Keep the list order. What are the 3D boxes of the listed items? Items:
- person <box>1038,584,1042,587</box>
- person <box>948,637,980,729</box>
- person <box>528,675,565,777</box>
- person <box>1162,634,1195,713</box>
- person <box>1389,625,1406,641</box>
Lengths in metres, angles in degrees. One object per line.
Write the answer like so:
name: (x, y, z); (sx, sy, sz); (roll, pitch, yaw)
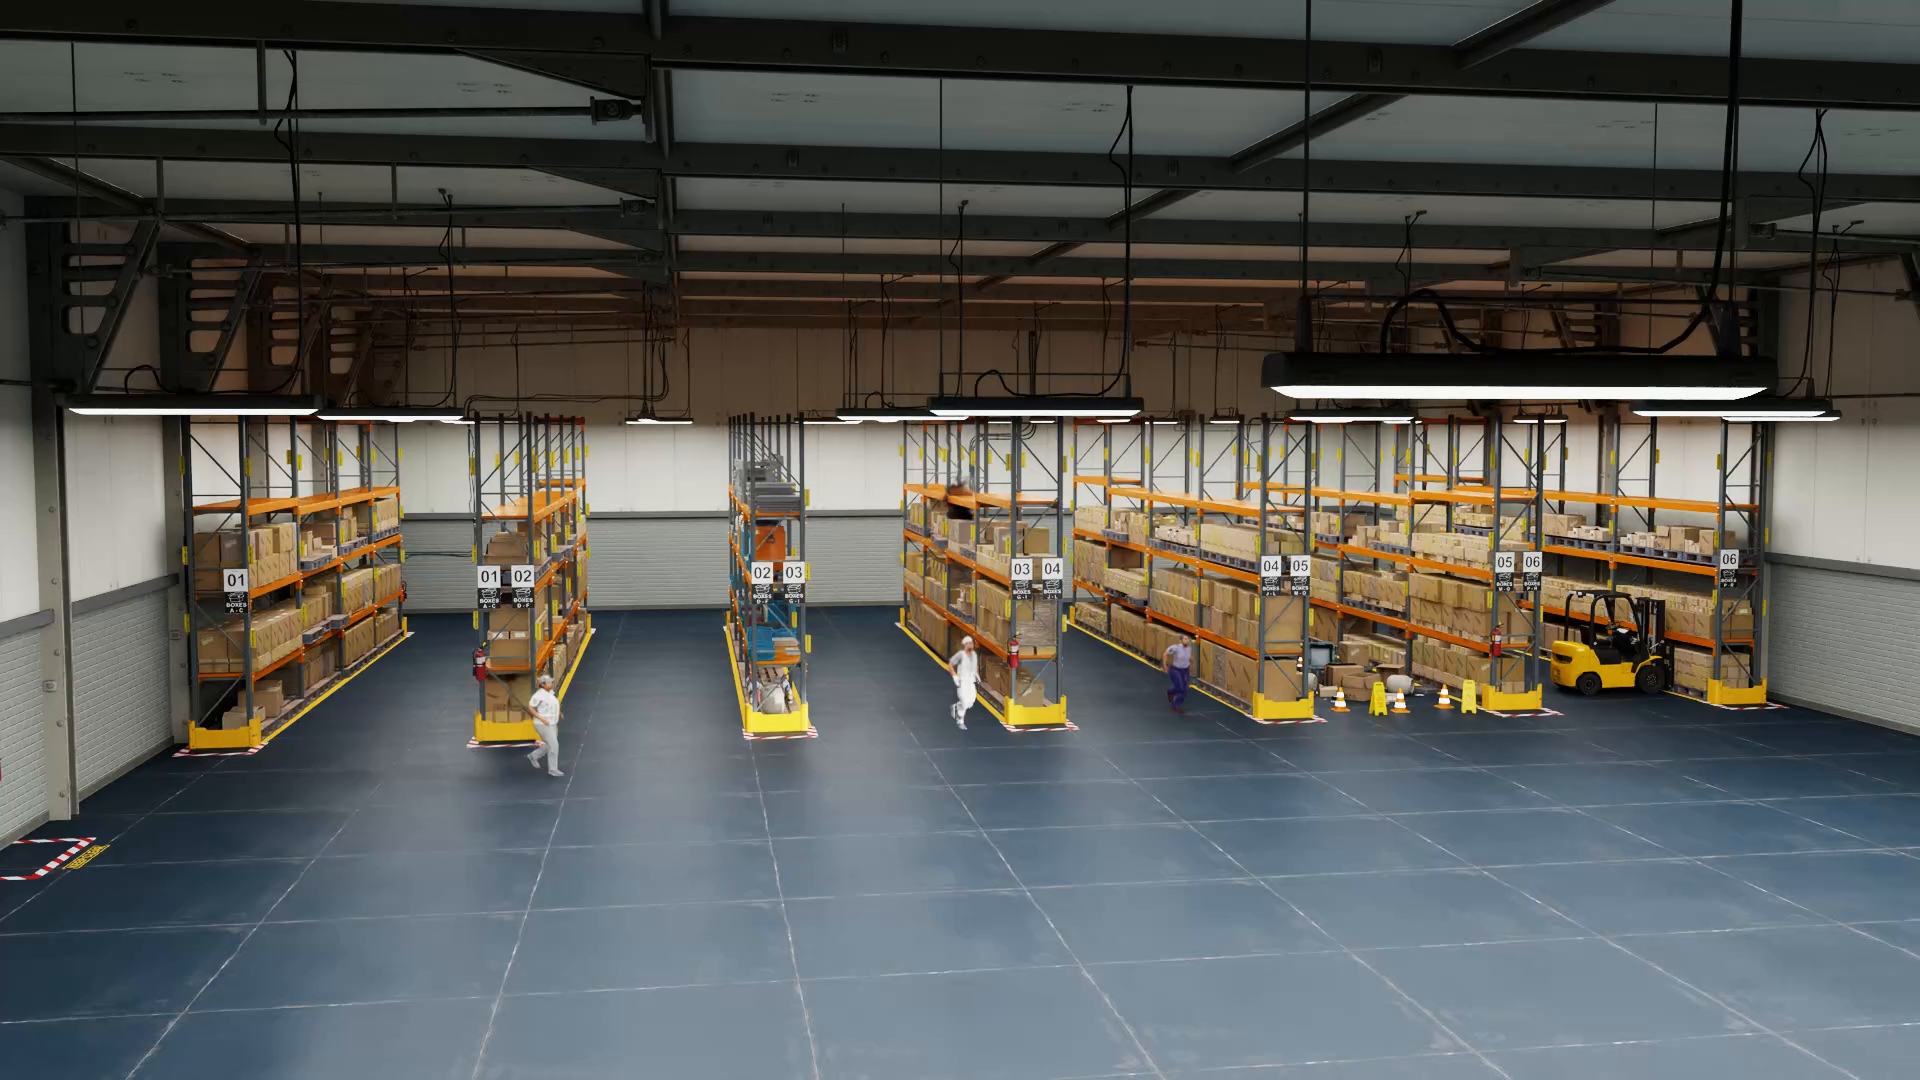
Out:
person: (2.369, 1.760, 46.062); (0.585, 1.690, 0.846); (0, 4, -6)
person: (0.070, 2.717, 31.812); (0.711, 1.752, 0.622); (-3, 5, -37)
person: (-6.832, 3.050, 27.351); (0.705, 1.649, 0.613); (1, 4, 14)
person: (4.421, 2.683, 33.285); (0.645, 1.589, 0.623); (-2, 5, -31)
person: (11.222, 1.981, 42.527); (0.645, 1.686, 0.617); (-1, 4, -14)
